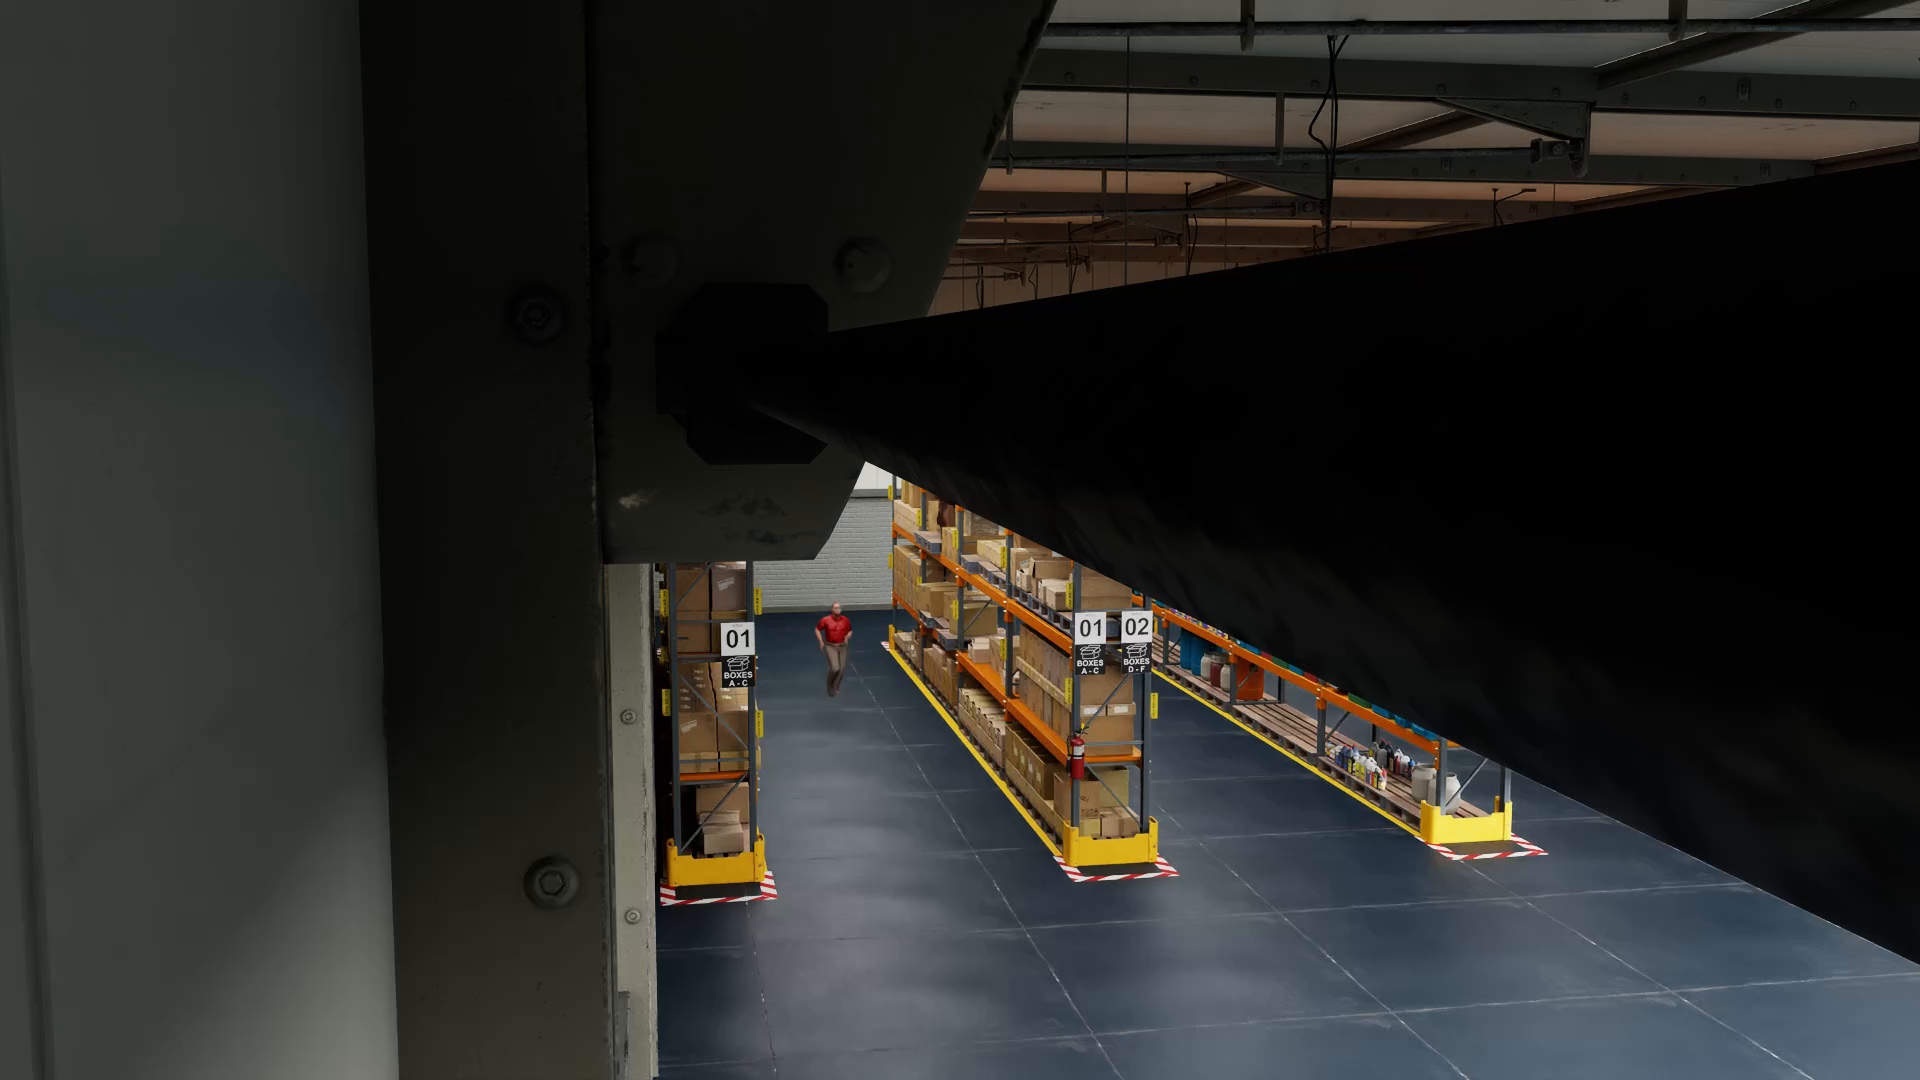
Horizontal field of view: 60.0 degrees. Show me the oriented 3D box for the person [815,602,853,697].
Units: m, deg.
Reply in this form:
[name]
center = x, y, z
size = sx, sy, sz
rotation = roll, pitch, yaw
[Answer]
[person]
center = -2.207, 1.984, 29.819
size = 0.651, 1.724, 0.602
rotation = -3, 7, -25
